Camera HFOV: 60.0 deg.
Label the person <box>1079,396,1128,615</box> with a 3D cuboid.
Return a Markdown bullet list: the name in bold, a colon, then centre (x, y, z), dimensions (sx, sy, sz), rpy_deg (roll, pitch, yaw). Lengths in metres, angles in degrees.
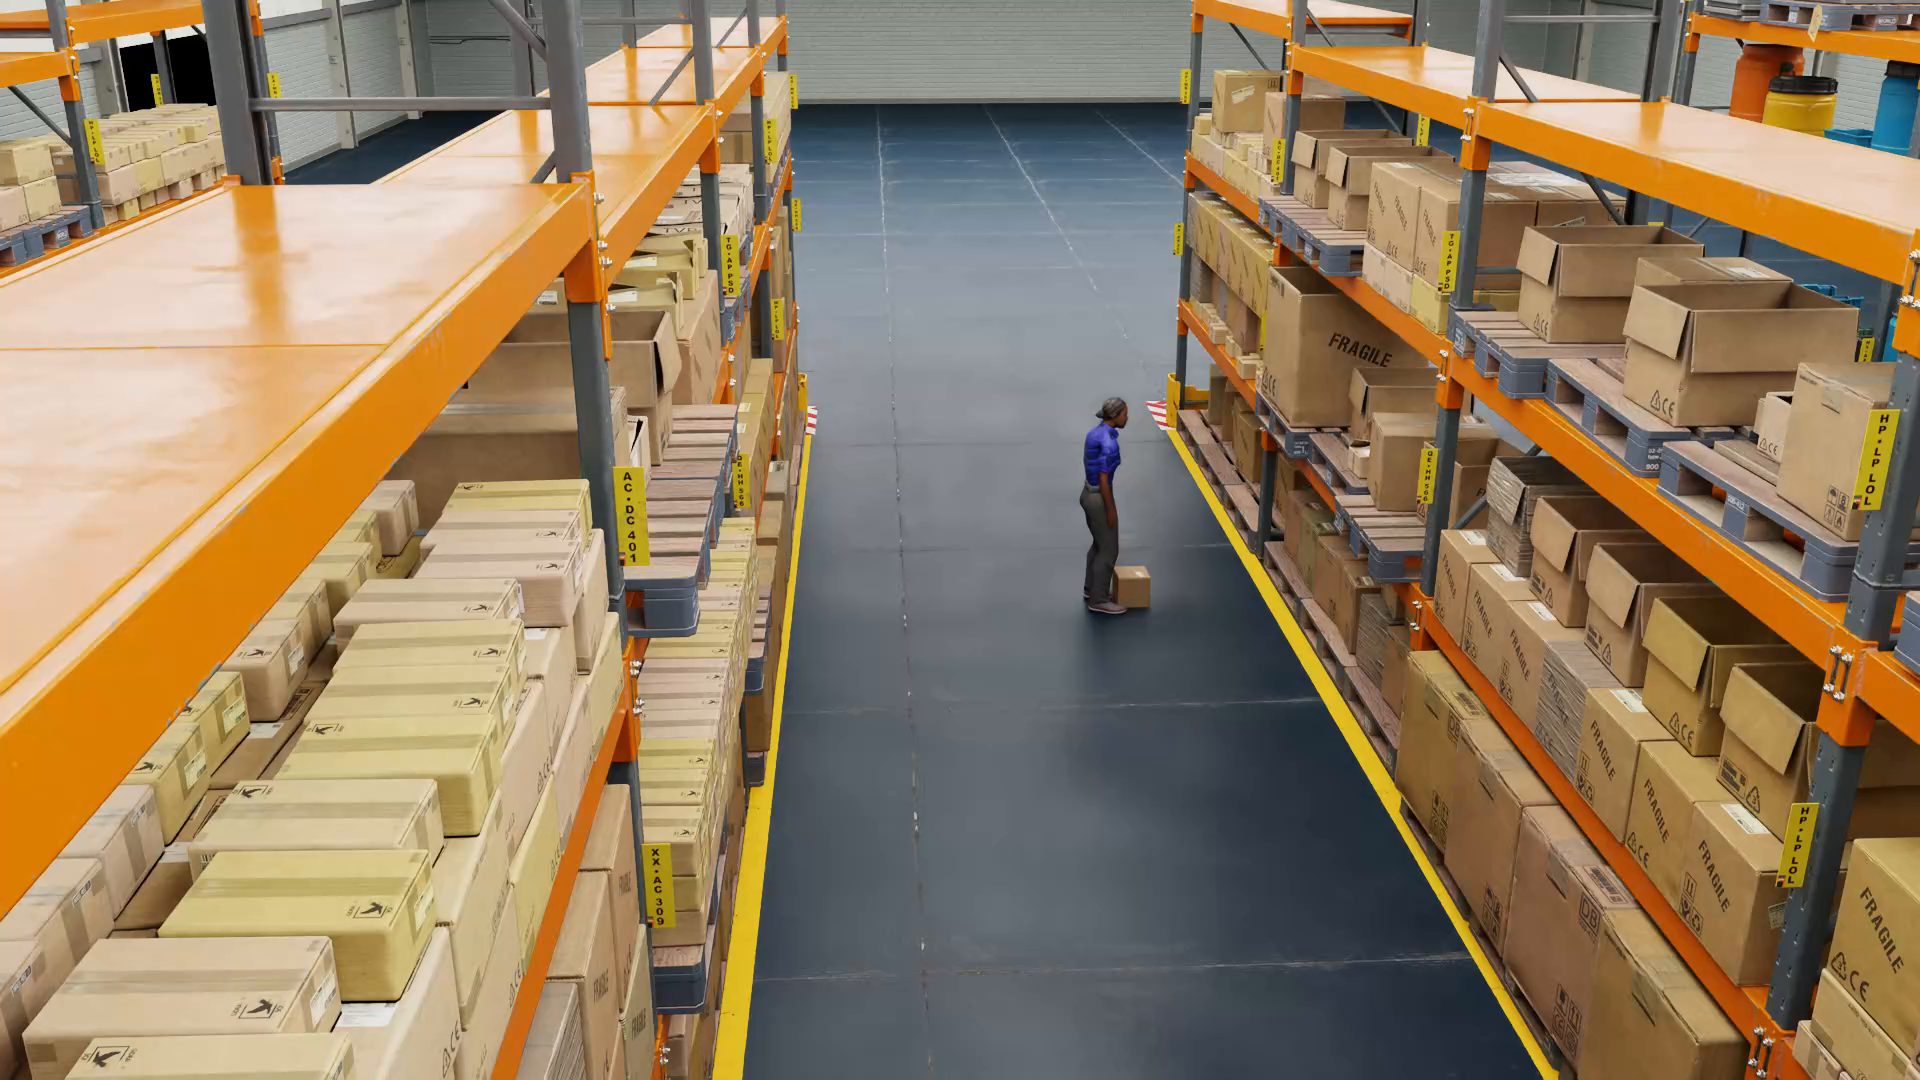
- **person**: centre (1.096, -0.276, 12.664), dimensions (0.351, 1.638, 0.518), rpy_deg (-2, 21, -6)
